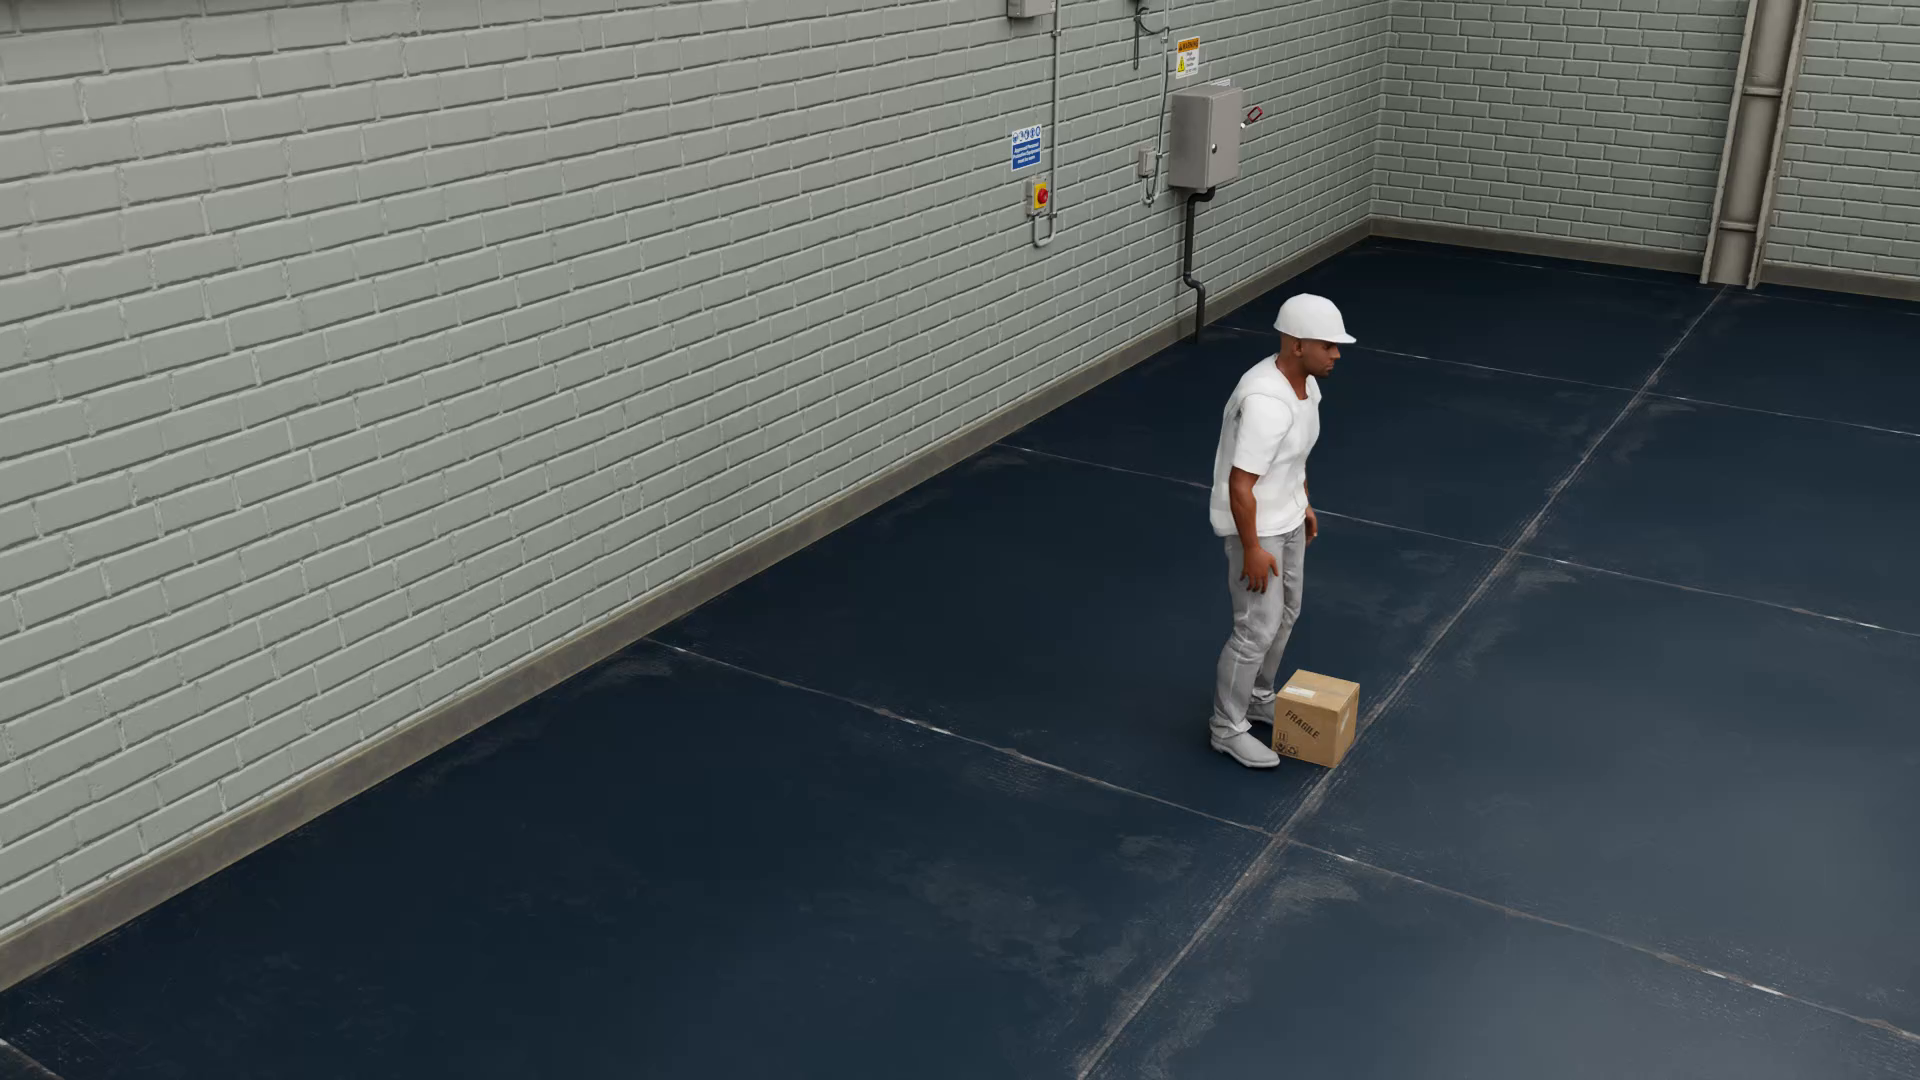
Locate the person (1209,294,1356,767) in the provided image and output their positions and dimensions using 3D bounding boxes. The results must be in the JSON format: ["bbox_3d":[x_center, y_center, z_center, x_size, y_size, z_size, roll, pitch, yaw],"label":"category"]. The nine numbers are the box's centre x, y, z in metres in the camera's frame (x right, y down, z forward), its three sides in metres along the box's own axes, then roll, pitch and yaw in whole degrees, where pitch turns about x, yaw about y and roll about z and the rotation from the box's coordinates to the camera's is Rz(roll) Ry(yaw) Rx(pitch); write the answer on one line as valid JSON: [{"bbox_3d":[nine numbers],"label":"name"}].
[{"bbox_3d":[1.174,-0.055,6.201,0.458,1.761,0.638,13,26,27],"label":"person"}]
